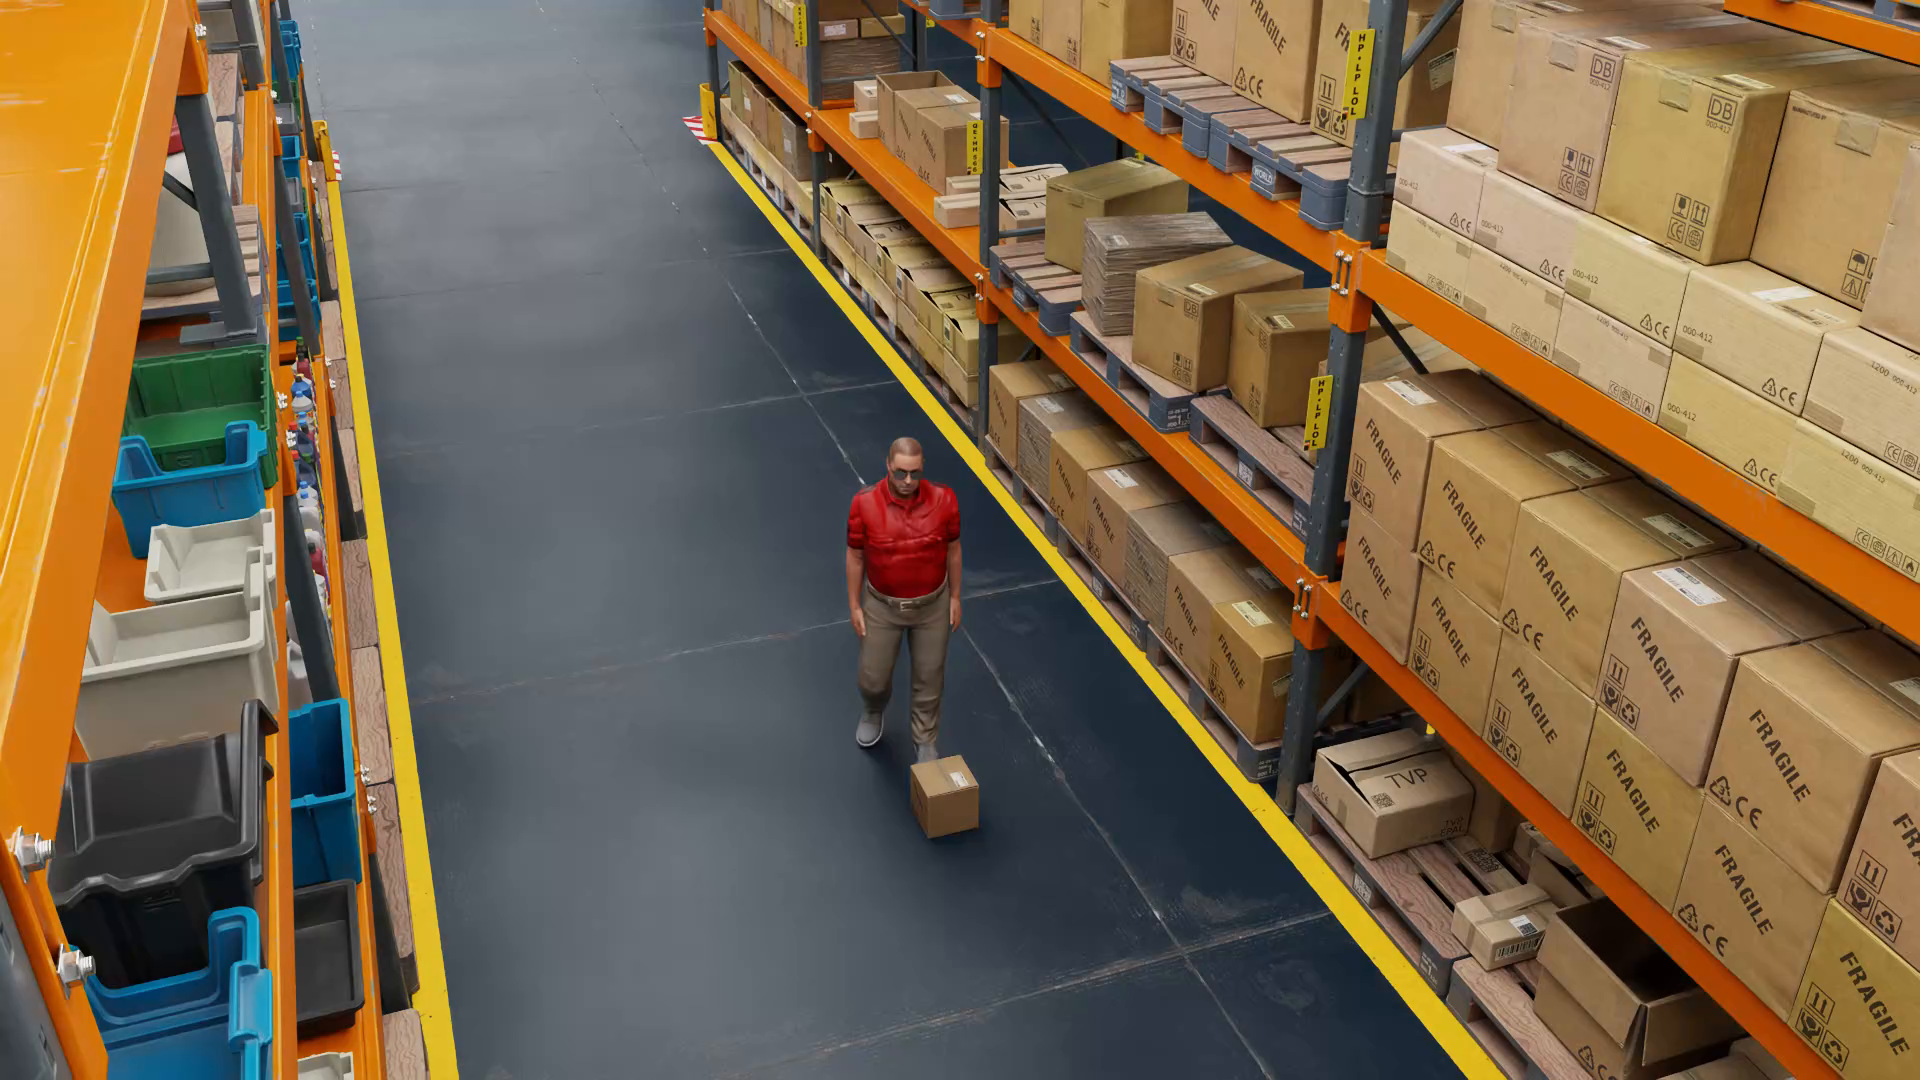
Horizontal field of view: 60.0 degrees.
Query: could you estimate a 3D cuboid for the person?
[{"bbox_3d":[-0.258,0.288,7.823,0.551,1.720,0.577,-4,30,-8],"label":"person"}]
